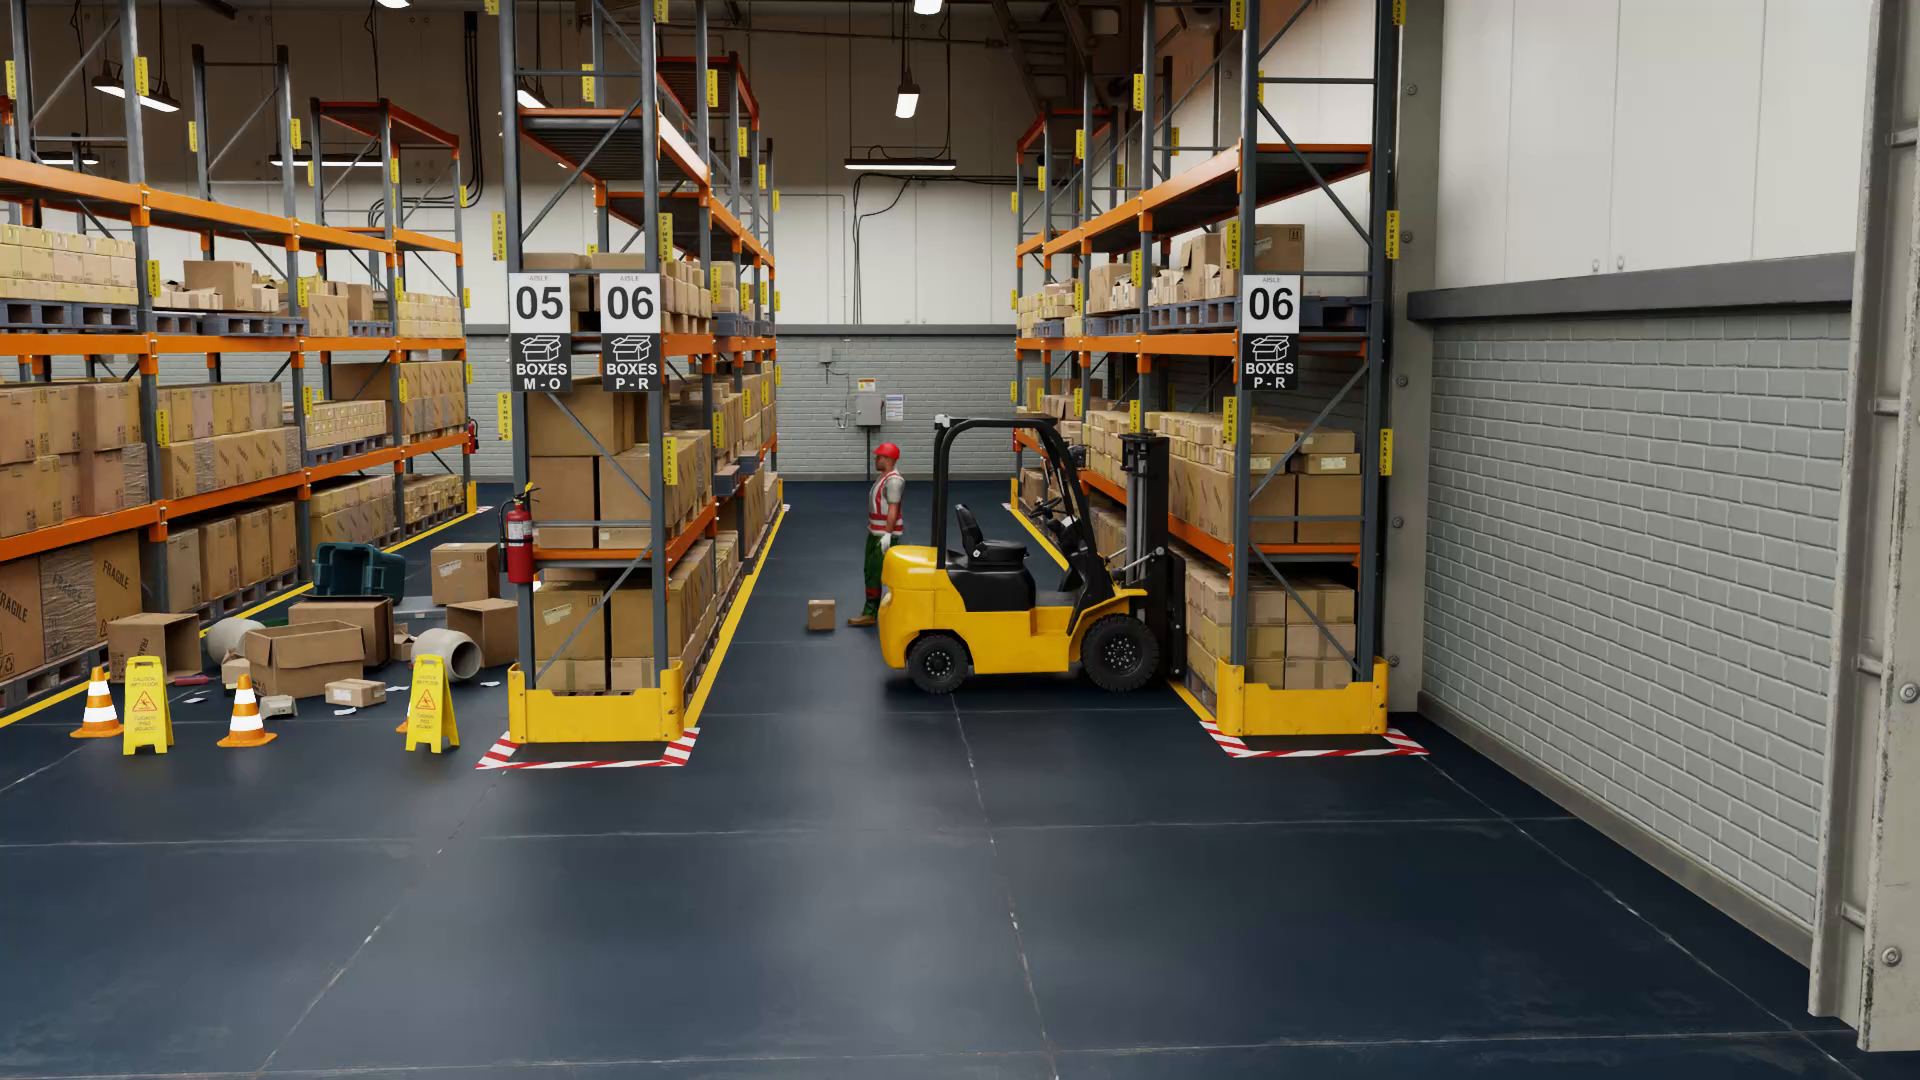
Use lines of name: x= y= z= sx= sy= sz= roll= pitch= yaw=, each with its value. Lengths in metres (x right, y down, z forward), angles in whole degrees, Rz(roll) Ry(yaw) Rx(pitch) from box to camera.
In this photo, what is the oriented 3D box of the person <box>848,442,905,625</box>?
person: x=-0.688 y=-0.051 z=16.029 sx=0.754 sy=1.776 sz=0.571 roll=-2 pitch=7 yaw=-19
